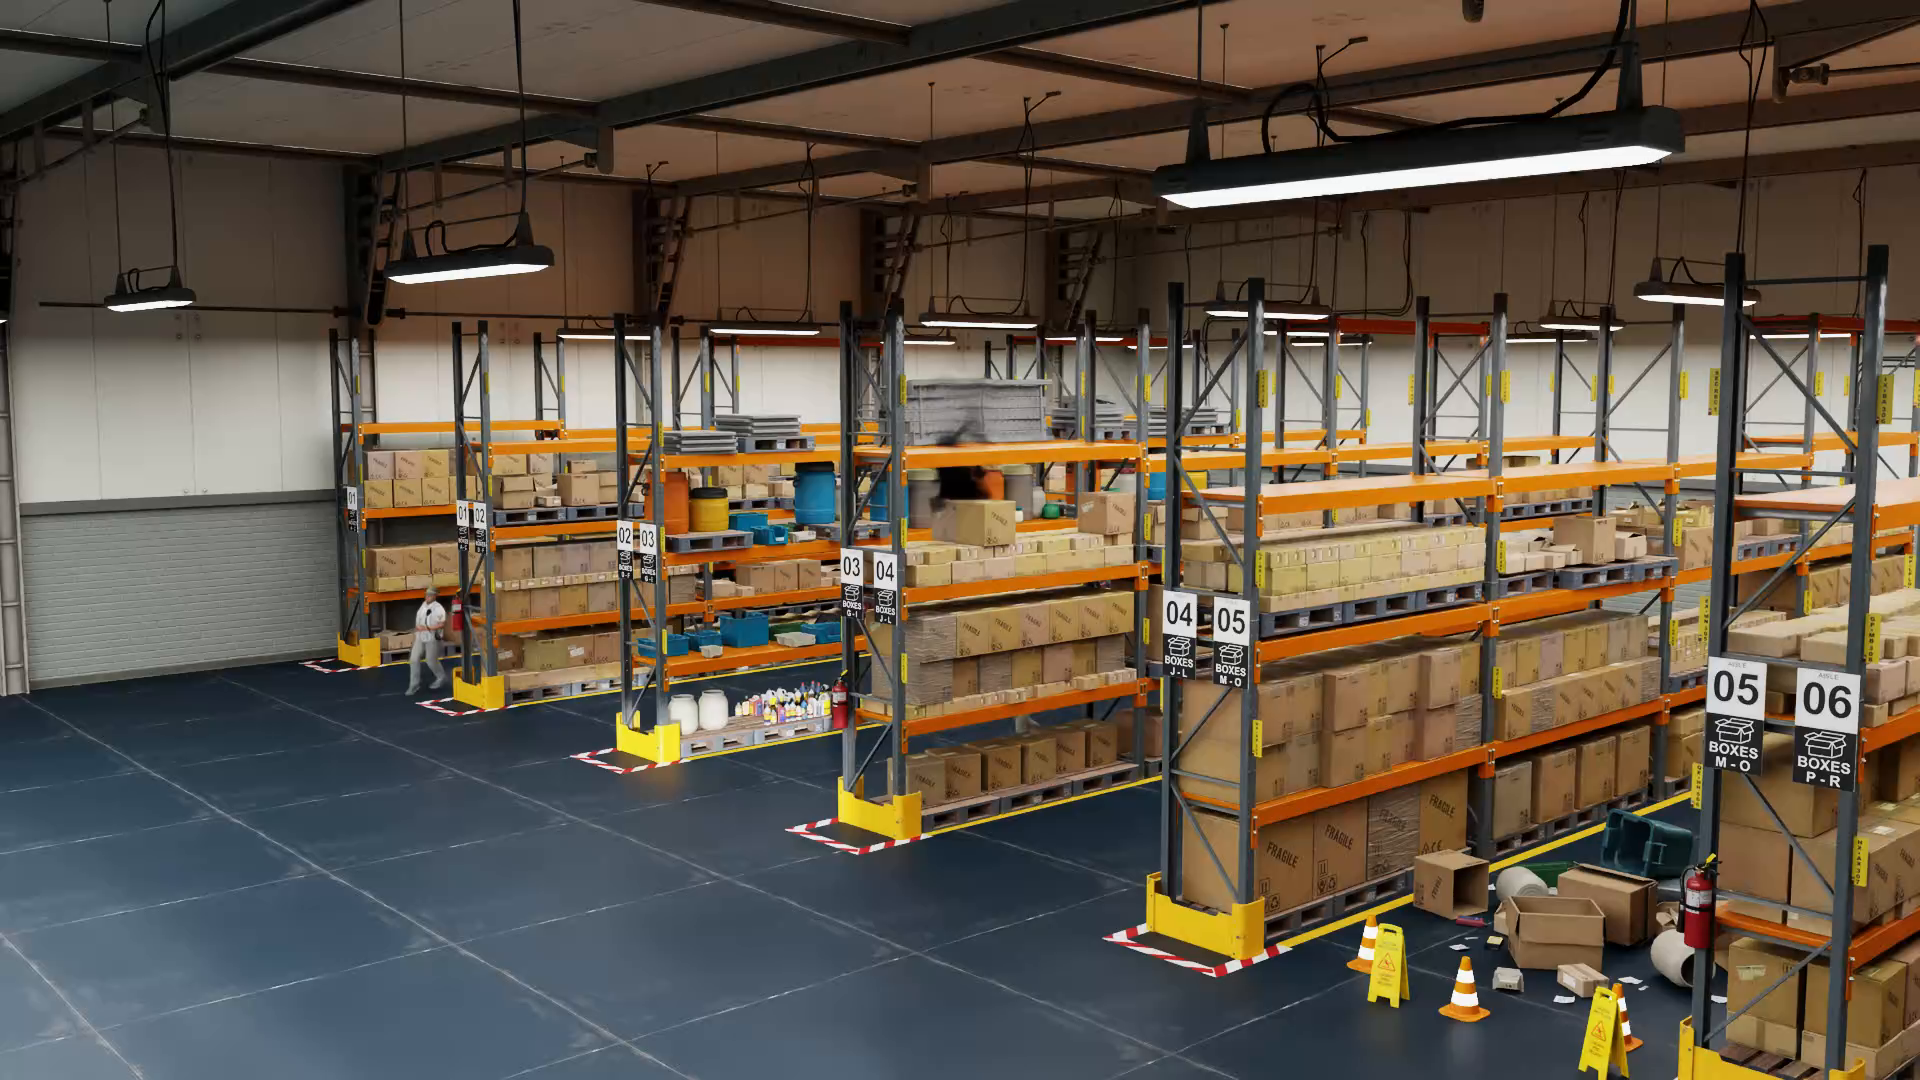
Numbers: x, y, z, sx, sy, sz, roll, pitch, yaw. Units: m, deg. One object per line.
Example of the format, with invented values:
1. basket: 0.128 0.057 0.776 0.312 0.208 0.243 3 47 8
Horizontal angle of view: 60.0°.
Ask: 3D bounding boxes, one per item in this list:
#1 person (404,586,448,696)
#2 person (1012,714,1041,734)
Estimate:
1. person: -8.607 1.629 27.071 0.660 1.806 0.803 3 6 27
2. person: 0.888 2.086 22.743 0.614 1.643 0.917 5 7 40
